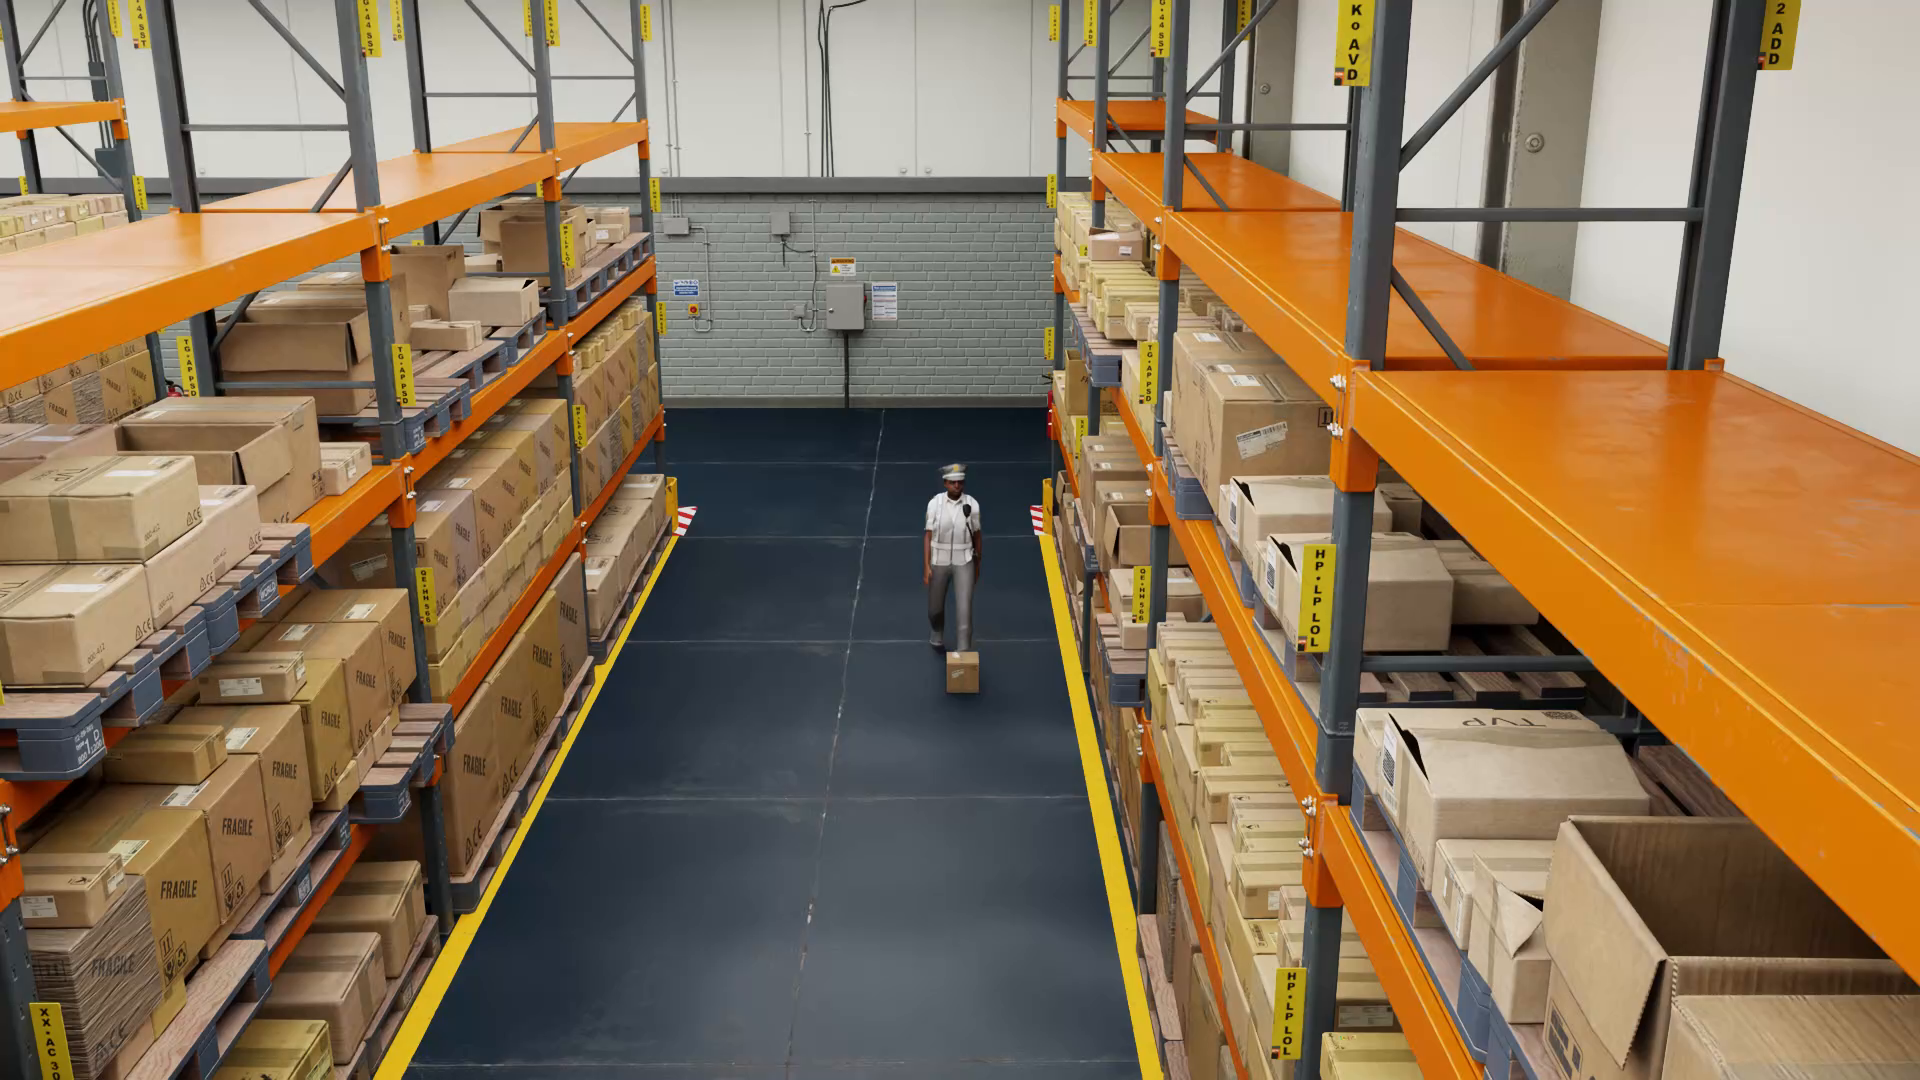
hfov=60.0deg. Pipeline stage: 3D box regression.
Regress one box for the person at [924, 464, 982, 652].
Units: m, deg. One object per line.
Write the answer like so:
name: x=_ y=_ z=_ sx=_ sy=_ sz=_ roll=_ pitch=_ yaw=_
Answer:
person: x=-0.057 y=0.195 z=13.373 sx=0.458 sy=1.659 sz=0.842 roll=1 pitch=17 yaw=2
